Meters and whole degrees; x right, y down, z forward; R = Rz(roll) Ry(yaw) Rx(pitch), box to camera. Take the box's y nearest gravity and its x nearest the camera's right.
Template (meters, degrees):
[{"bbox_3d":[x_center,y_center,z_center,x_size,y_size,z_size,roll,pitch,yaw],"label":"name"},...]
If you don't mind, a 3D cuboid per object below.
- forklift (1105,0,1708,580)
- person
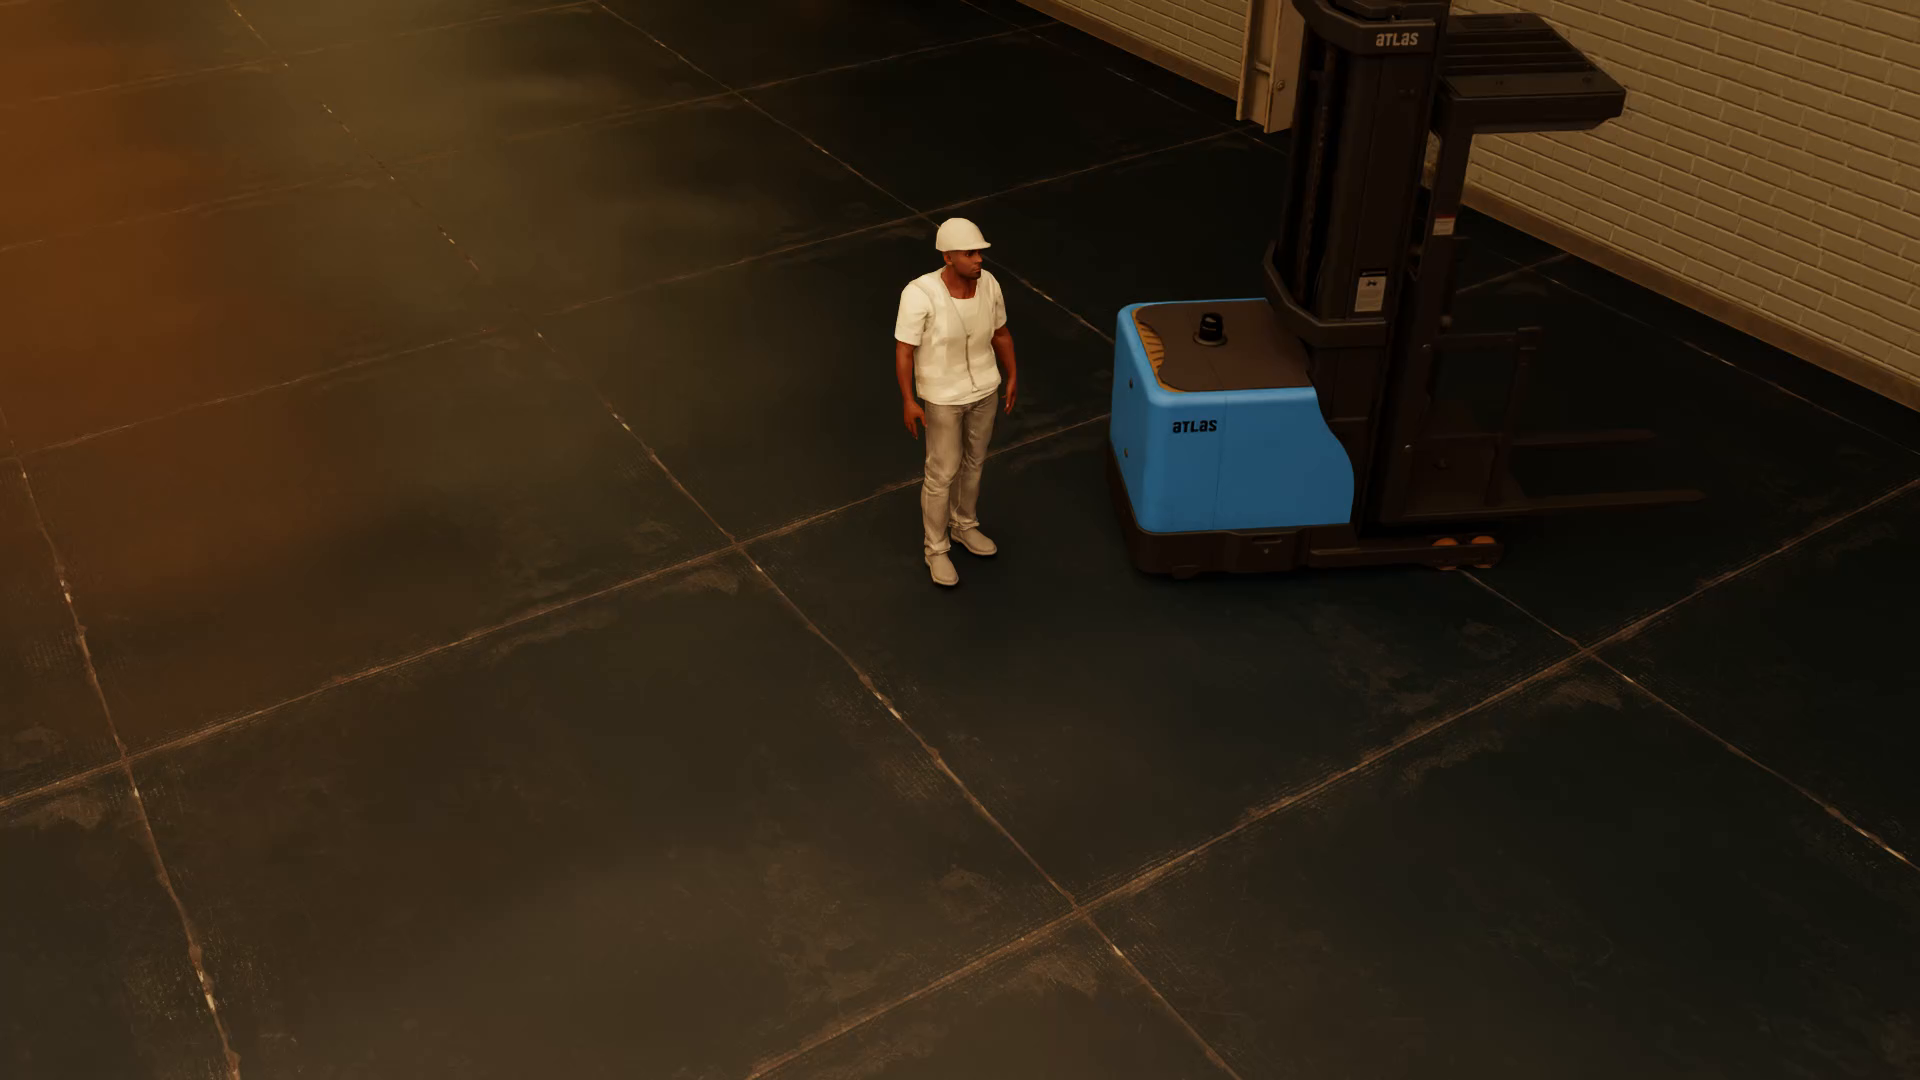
[{"bbox_3d":[2.342,-1.345,8.062,3.031,2.935,1.130,-3,35,-4],"label":"forklift"},{"bbox_3d":[0.034,-0.693,8.135,0.665,1.769,0.574,-21,40,-27],"label":"person"}]
